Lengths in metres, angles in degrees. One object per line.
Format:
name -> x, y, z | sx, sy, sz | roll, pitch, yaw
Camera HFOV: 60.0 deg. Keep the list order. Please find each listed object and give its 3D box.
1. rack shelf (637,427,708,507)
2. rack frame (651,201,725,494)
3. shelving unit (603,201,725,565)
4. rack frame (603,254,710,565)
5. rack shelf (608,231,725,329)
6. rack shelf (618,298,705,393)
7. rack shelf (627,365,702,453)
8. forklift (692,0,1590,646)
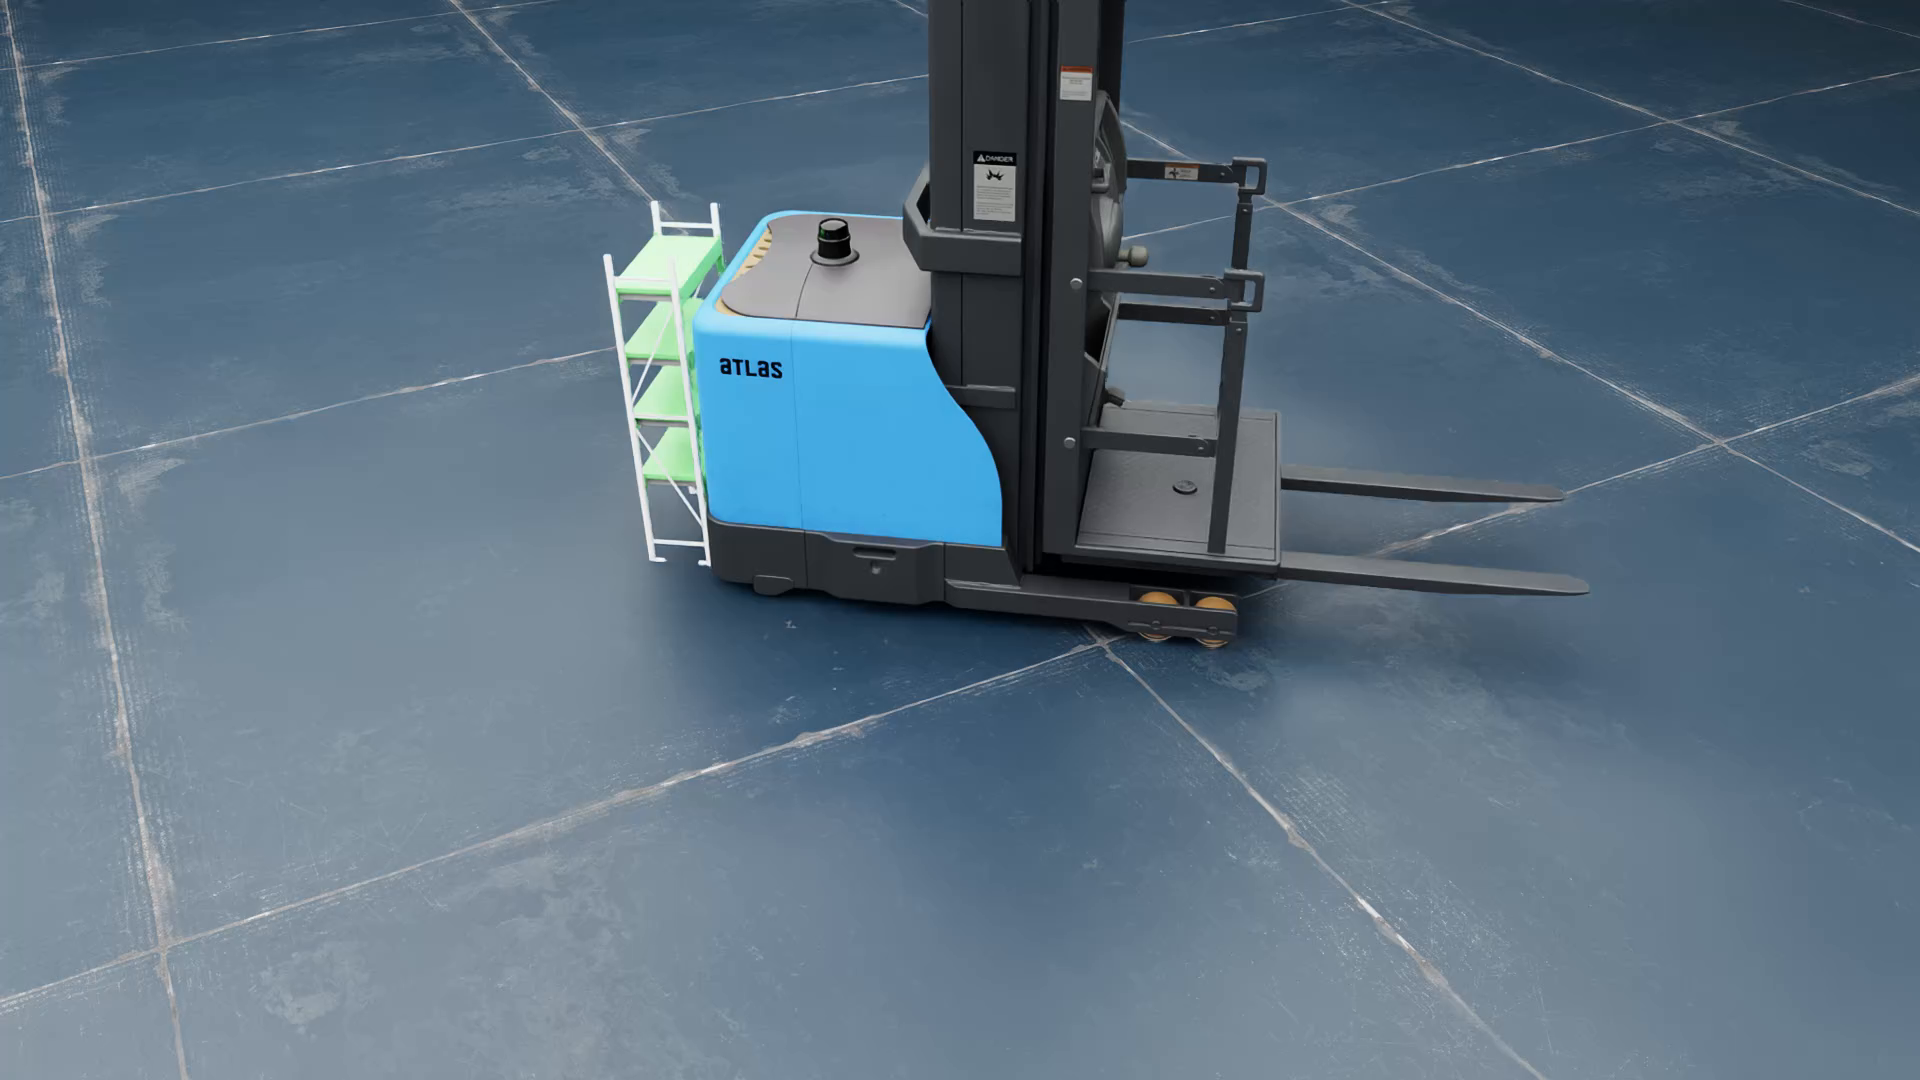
rack shelf -> -0.992, -0.299, 6.161 | 0.258, 0.148, 0.480 | 4, 33, 9
rack frame -> -0.959, -0.686, 6.201 | 0.240, 1.200, 0.015 | 4, 33, 9
shelving unit -> -1.000, -0.556, 5.998 | 0.258, 1.200, 0.503 | 4, 33, 9
rack frame -> -1.041, -0.426, 5.796 | 0.240, 1.200, 0.015 | 4, 33, 9
rack shelf -> -1.012, -0.907, 5.776 | 0.258, 0.148, 0.480 | 4, 33, 9
rack shelf -> -1.005, -0.705, 5.904 | 0.258, 0.148, 0.480 | 4, 33, 9
rack shelf -> -0.998, -0.502, 6.032 | 0.258, 0.148, 0.480 | 4, 33, 9
forklift -> 0.670, -1.181, 5.376 | 3.031, 2.935, 1.130 | 5, 33, 8
